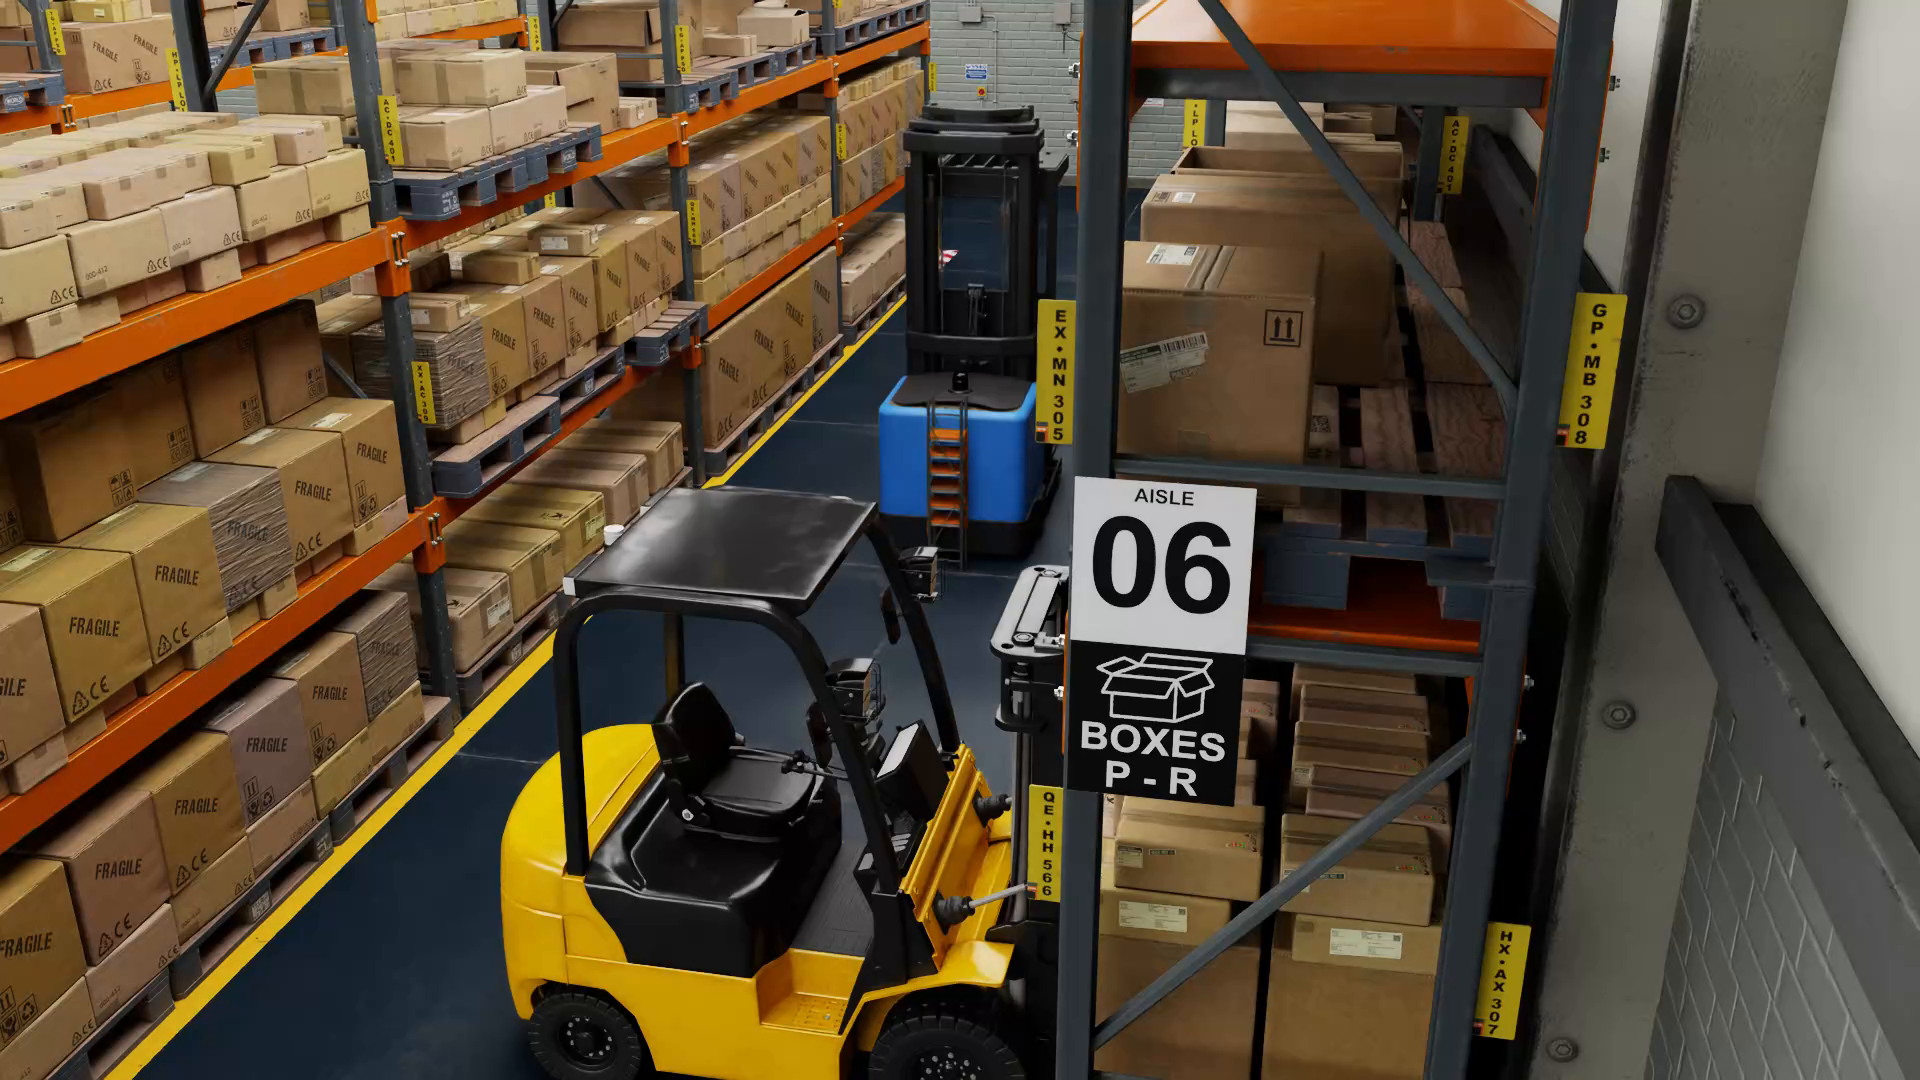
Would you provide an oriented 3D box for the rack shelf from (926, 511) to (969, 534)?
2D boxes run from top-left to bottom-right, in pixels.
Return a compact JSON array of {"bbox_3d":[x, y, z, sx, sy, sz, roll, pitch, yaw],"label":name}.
[{"bbox_3d":[-0.084,-0.112,11.286,0.258,0.103,0.180,4,22,9],"label":"rack shelf"}]

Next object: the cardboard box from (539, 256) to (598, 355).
[{"bbox_3d":[-2.611,-1.475,10.407,0.500,0.500,0.500,4,22,9],"label":"cardboard box"}]

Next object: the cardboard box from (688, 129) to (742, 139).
[{"bbox_3d":[-2.218,-3.320,14.610,0.500,0.500,0.500,4,22,10],"label":"cardboard box"}]

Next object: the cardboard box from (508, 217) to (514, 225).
[{"bbox_3d":[-5.650,-3.828,20.199,0.380,0.149,0.250,4,22,10],"label":"cardboard box"}]

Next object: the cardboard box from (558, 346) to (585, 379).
[{"bbox_3d":[-2.582,-1.126,10.407,0.380,0.149,0.250,5,23,13],"label":"cardboard box"}]

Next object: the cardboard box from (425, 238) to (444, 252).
[{"bbox_3d":[-5.978,-3.296,18.480,0.380,0.149,0.250,5,22,12],"label":"cardboard box"}]

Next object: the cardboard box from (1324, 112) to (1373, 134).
[{"bbox_3d":[2.019,-2.220,8.953,0.380,0.166,0.250,4,22,11],"label":"cardboard box"}]

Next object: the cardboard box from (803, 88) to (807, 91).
[{"bbox_3d":[-1.693,-4.447,16.540,0.380,0.149,0.250,4,22,11],"label":"cardboard box"}]

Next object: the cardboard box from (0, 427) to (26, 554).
[{"bbox_3d":[-4.109,-0.162,6.371,0.700,0.500,0.500,4,22,10],"label":"cardboard box"}]

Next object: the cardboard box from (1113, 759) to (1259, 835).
[{"bbox_3d":[0.633,0.720,4.650,0.380,0.149,0.250,4,22,11],"label":"cardboard box"}]

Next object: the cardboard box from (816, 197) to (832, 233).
[{"bbox_3d":[-1.510,-3.068,15.656,0.500,0.250,0.500,4,22,10],"label":"cardboard box"}]

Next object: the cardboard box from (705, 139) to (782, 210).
[{"bbox_3d":[-1.822,-3.084,14.024,0.500,0.500,0.500,5,22,12],"label":"cardboard box"}]

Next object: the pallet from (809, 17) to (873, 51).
[{"bbox_3d":[-1.488,-4.969,16.280,1.003,0.211,1.213,4,22,11],"label":"pallet"}]

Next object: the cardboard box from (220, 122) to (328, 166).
[{"bbox_3d":[-3.126,-1.806,7.576,0.380,0.149,0.250,4,22,10],"label":"cardboard box"}]

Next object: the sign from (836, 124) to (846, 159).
[{"bbox_3d":[-1.132,-3.783,15.788,0.100,0.325,0.005,4,22,11],"label":"sign"}]

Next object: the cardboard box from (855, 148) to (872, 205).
[{"bbox_3d":[-1.206,-3.702,16.897,0.500,0.500,0.500,5,22,11],"label":"cardboard box"}]

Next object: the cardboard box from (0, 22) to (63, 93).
[{"bbox_3d":[-7.480,-3.864,13.284,0.500,0.500,0.500,4,22,11],"label":"cardboard box"}]

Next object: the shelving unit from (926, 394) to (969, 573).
[{"bbox_3d":[-0.084,-0.375,11.180,0.258,1.200,0.189,4,22,9],"label":"shelving unit"}]

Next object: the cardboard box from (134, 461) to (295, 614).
[{"bbox_3d":[-3.344,-0.019,7.353,0.500,0.500,0.500,5,22,12],"label":"cardboard box"}]

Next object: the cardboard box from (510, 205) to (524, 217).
[{"bbox_3d":[-5.575,-4.059,20.375,0.380,0.149,0.250,5,22,12],"label":"cardboard box"}]

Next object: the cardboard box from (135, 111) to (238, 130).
[{"bbox_3d":[-3.681,-1.949,7.932,0.380,0.149,0.250,4,22,10],"label":"cardboard box"}]

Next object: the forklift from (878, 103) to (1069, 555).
[{"bbox_3d":[0.194,-1.773,12.332,1.130,2.935,3.031,4,22,9],"label":"forklift"}]

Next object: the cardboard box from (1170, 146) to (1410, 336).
[{"bbox_3d":[1.062,-0.994,5.457,0.797,0.503,0.637,5,23,13],"label":"cardboard box"}]

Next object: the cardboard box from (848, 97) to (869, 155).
[{"bbox_3d":[-1.222,-4.171,16.722,0.500,0.500,0.500,4,22,10],"label":"cardboard box"}]

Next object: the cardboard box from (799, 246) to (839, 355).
[{"bbox_3d":[-1.713,-2.297,15.824,0.875,0.875,0.875,5,23,13],"label":"cardboard box"}]

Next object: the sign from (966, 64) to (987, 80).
[{"bbox_3d":[0.244,-6.999,24.855,0.327,0.218,0.001,4,22,11],"label":"sign"}]

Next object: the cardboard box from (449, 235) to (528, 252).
[{"bbox_3d":[-3.001,-1.704,10.975,0.500,0.500,0.500,5,22,12],"label":"cardboard box"}]

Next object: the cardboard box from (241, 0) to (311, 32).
[{"bbox_3d":[-6.716,-5.163,15.948,0.700,0.500,0.500,4,22,11],"label":"cardboard box"}]

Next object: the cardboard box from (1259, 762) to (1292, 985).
[{"bbox_3d":[1.204,1.047,5.106,0.500,0.500,0.500,5,23,13],"label":"cardboard box"}]

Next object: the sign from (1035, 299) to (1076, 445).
[{"bbox_3d":[0.218,-0.367,3.654,0.100,0.325,0.005,4,22,11],"label":"sign"}]

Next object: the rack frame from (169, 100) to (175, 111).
[{"bbox_3d":[-10.550,-5.539,21.591,1.000,3.000,0.127,4,22,11],"label":"rack frame"}]

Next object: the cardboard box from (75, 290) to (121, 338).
[{"bbox_3d":[-3.454,-0.876,6.334,0.380,0.149,0.250,4,22,9],"label":"cardboard box"}]

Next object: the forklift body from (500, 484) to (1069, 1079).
[{"bbox_3d":[-0.653,1.006,6.476,2.313,2.155,1.214,4,22,11],"label":"forklift body"}]

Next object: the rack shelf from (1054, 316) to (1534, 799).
[{"bbox_3d":[1.155,-0.344,5.640,1.077,0.370,4.000,4,22,11],"label":"rack shelf"}]

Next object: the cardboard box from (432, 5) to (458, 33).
[{"bbox_3d":[-5.850,-5.696,18.166,0.500,0.250,0.500,5,23,13],"label":"cardboard box"}]

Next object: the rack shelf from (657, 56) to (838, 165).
[{"bbox_3d":[-2.073,-3.647,13.841,1.077,0.370,4.000,4,22,11],"label":"rack shelf"}]

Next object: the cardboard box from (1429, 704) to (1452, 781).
[{"bbox_3d":[1.350,0.627,5.279,0.380,0.149,0.250,5,22,11],"label":"cardboard box"}]

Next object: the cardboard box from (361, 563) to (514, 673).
[{"bbox_3d":[-3.193,0.437,9.708,0.950,0.372,0.625,5,22,12],"label":"cardboard box"}]

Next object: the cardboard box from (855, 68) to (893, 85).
[{"bbox_3d":[-0.933,-4.977,17.856,0.380,0.149,0.250,5,22,12],"label":"cardboard box"}]

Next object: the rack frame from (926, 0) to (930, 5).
[{"bbox_3d":[-0.849,-7.566,18.595,1.000,3.000,0.127,4,22,11],"label":"rack frame"}]

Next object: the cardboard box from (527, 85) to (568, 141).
[{"bbox_3d":[-2.602,-2.466,9.585,0.500,0.250,0.500,4,22,10],"label":"cardboard box"}]

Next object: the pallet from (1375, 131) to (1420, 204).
[{"bbox_3d":[2.103,-2.120,9.340,1.003,0.211,1.213,6,23,13],"label":"pallet"}]

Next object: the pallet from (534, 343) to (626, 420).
[{"bbox_3d":[-2.845,-1.042,10.681,1.003,0.211,1.213,4,22,11],"label":"pallet"}]

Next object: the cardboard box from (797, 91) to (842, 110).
[{"bbox_3d":[-1.347,-4.227,15.994,0.380,0.149,0.250,4,22,10],"label":"cardboard box"}]

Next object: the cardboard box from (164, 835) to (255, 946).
[{"bbox_3d":[-3.468,1.488,7.262,0.500,0.250,0.500,6,23,15],"label":"cardboard box"}]

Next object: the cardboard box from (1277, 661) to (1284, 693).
[{"bbox_3d":[1.024,0.455,6.574,0.500,0.500,0.500,4,22,10],"label":"cardboard box"}]

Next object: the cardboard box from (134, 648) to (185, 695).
[{"bbox_3d":[-3.476,0.510,6.908,0.380,0.149,0.250,4,22,9],"label":"cardboard box"}]

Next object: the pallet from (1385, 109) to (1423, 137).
[{"bbox_3d":[2.328,-2.529,10.357,1.213,0.211,1.003,6,23,13],"label":"pallet"}]

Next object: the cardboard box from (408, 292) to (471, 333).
[{"bbox_3d":[-2.855,-1.220,8.905,0.380,0.149,0.250,4,22,11],"label":"cardboard box"}]

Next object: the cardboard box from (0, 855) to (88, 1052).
[{"bbox_3d":[-3.674,1.518,6.183,0.500,0.500,0.500,4,22,9],"label":"cardboard box"}]

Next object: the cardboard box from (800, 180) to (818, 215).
[{"bbox_3d":[-1.612,-3.120,15.116,0.500,0.250,0.500,5,22,12],"label":"cardboard box"}]

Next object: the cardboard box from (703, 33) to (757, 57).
[{"bbox_3d":[-1.904,-4.095,13.743,0.380,0.166,0.250,6,23,15],"label":"cardboard box"}]

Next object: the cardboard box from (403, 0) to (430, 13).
[{"bbox_3d":[-5.976,-5.737,17.600,0.500,0.250,0.500,5,22,12],"label":"cardboard box"}]
